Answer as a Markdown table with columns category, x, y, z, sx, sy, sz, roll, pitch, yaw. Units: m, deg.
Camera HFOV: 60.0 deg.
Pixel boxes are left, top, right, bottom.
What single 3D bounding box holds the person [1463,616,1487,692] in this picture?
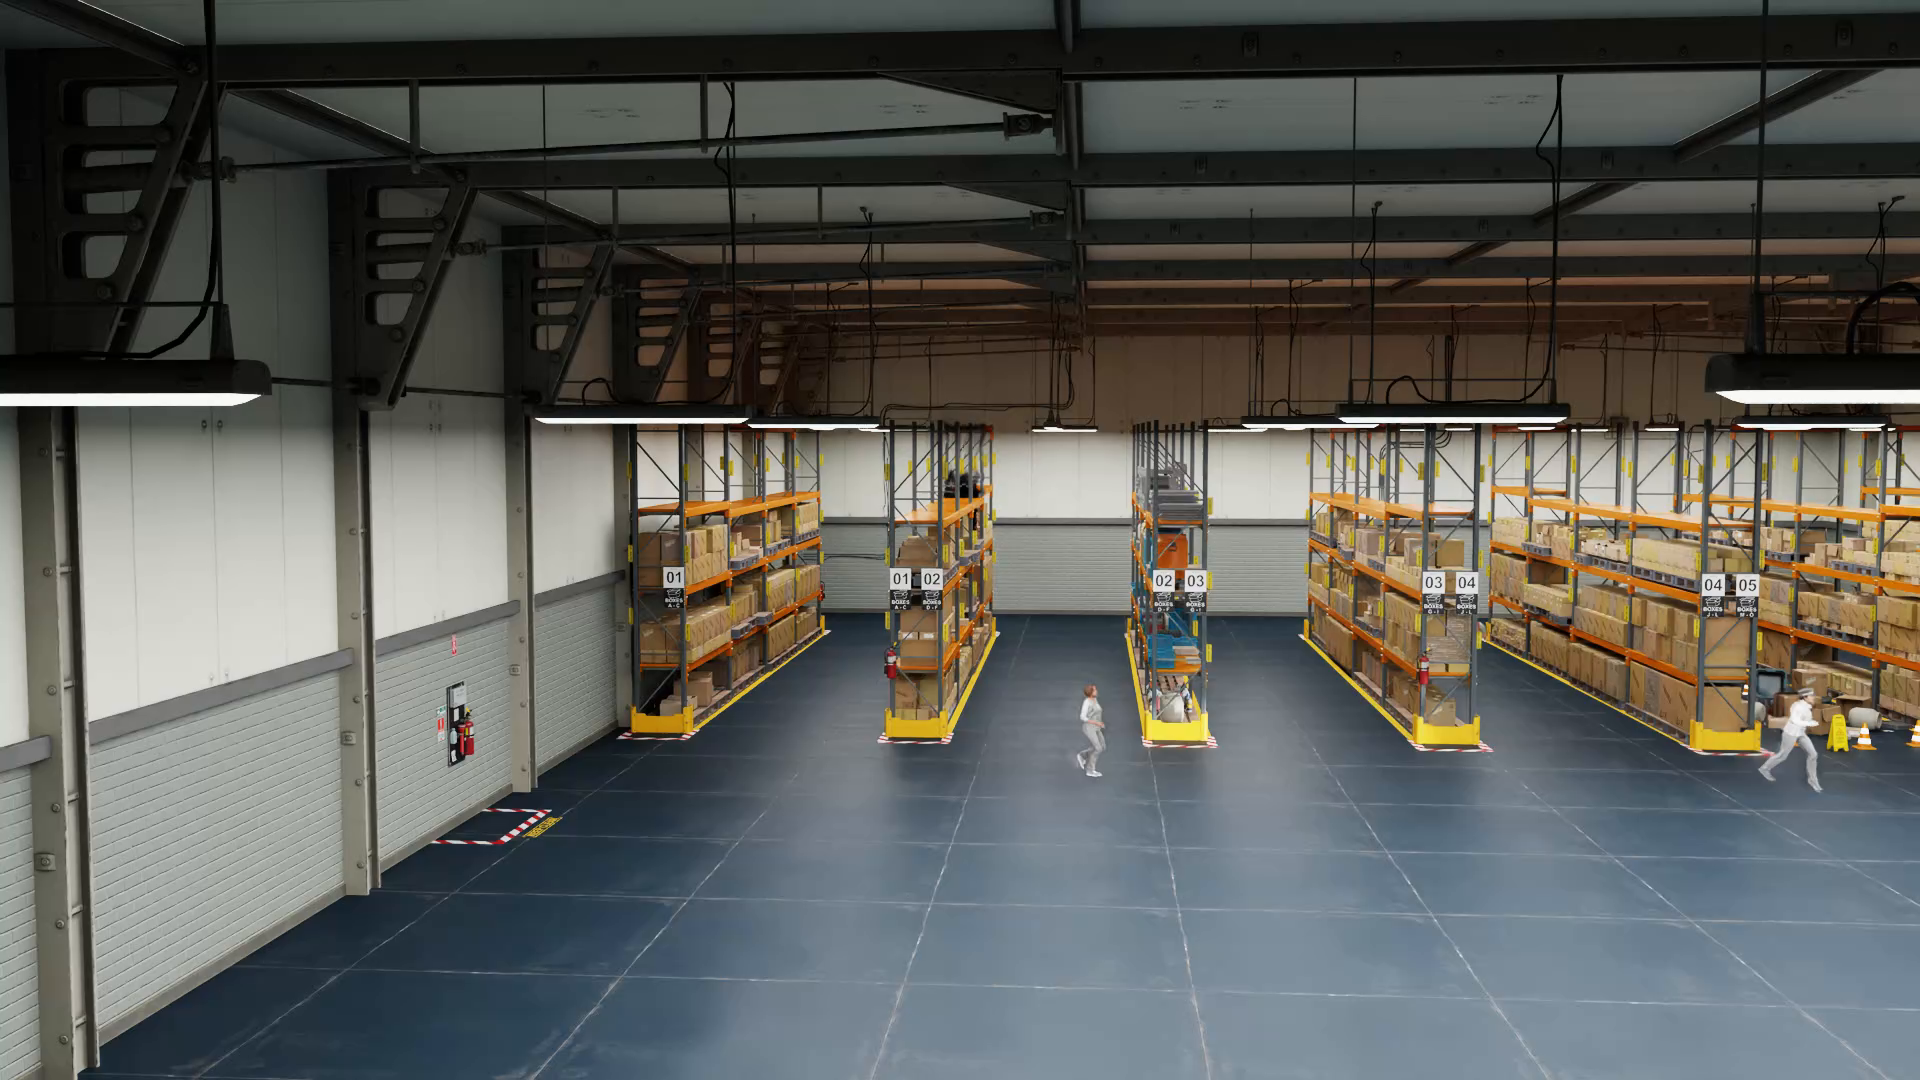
| category | x | y | z | sx | sy | sz | roll | pitch | yaw |
| --- | --- | --- | --- | --- | --- | --- | --- | --- | --- |
| person | 11.524 | 2.470 | 37.564 | 0.659 | 1.787 | 1.102 | 0 | 4 | -2 |

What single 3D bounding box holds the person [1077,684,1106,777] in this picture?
| category | x | y | z | sx | sy | sz | roll | pitch | yaw |
| --- | --- | --- | --- | --- | --- | --- | --- | --- | --- |
| person | 2.194 | 3.184 | 27.843 | 0.562 | 1.550 | 0.533 | 2 | 4 | 27 |

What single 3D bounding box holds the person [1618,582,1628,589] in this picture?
| category | x | y | z | sx | sy | sz | roll | pitch | yaw |
| --- | --- | --- | --- | --- | --- | --- | --- | --- | --- |
| person | 18.714 | 1.836 | 47.329 | 0.705 | 1.823 | 0.632 | 0 | 4 | -3 |

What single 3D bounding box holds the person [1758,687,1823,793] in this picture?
| category | x | y | z | sx | sy | sz | roll | pitch | yaw |
| --- | --- | --- | --- | --- | --- | --- | --- | --- | --- |
| person | 13.477 | 3.196 | 26.951 | 0.612 | 1.689 | 0.992 | -3 | 5 | -39 |
